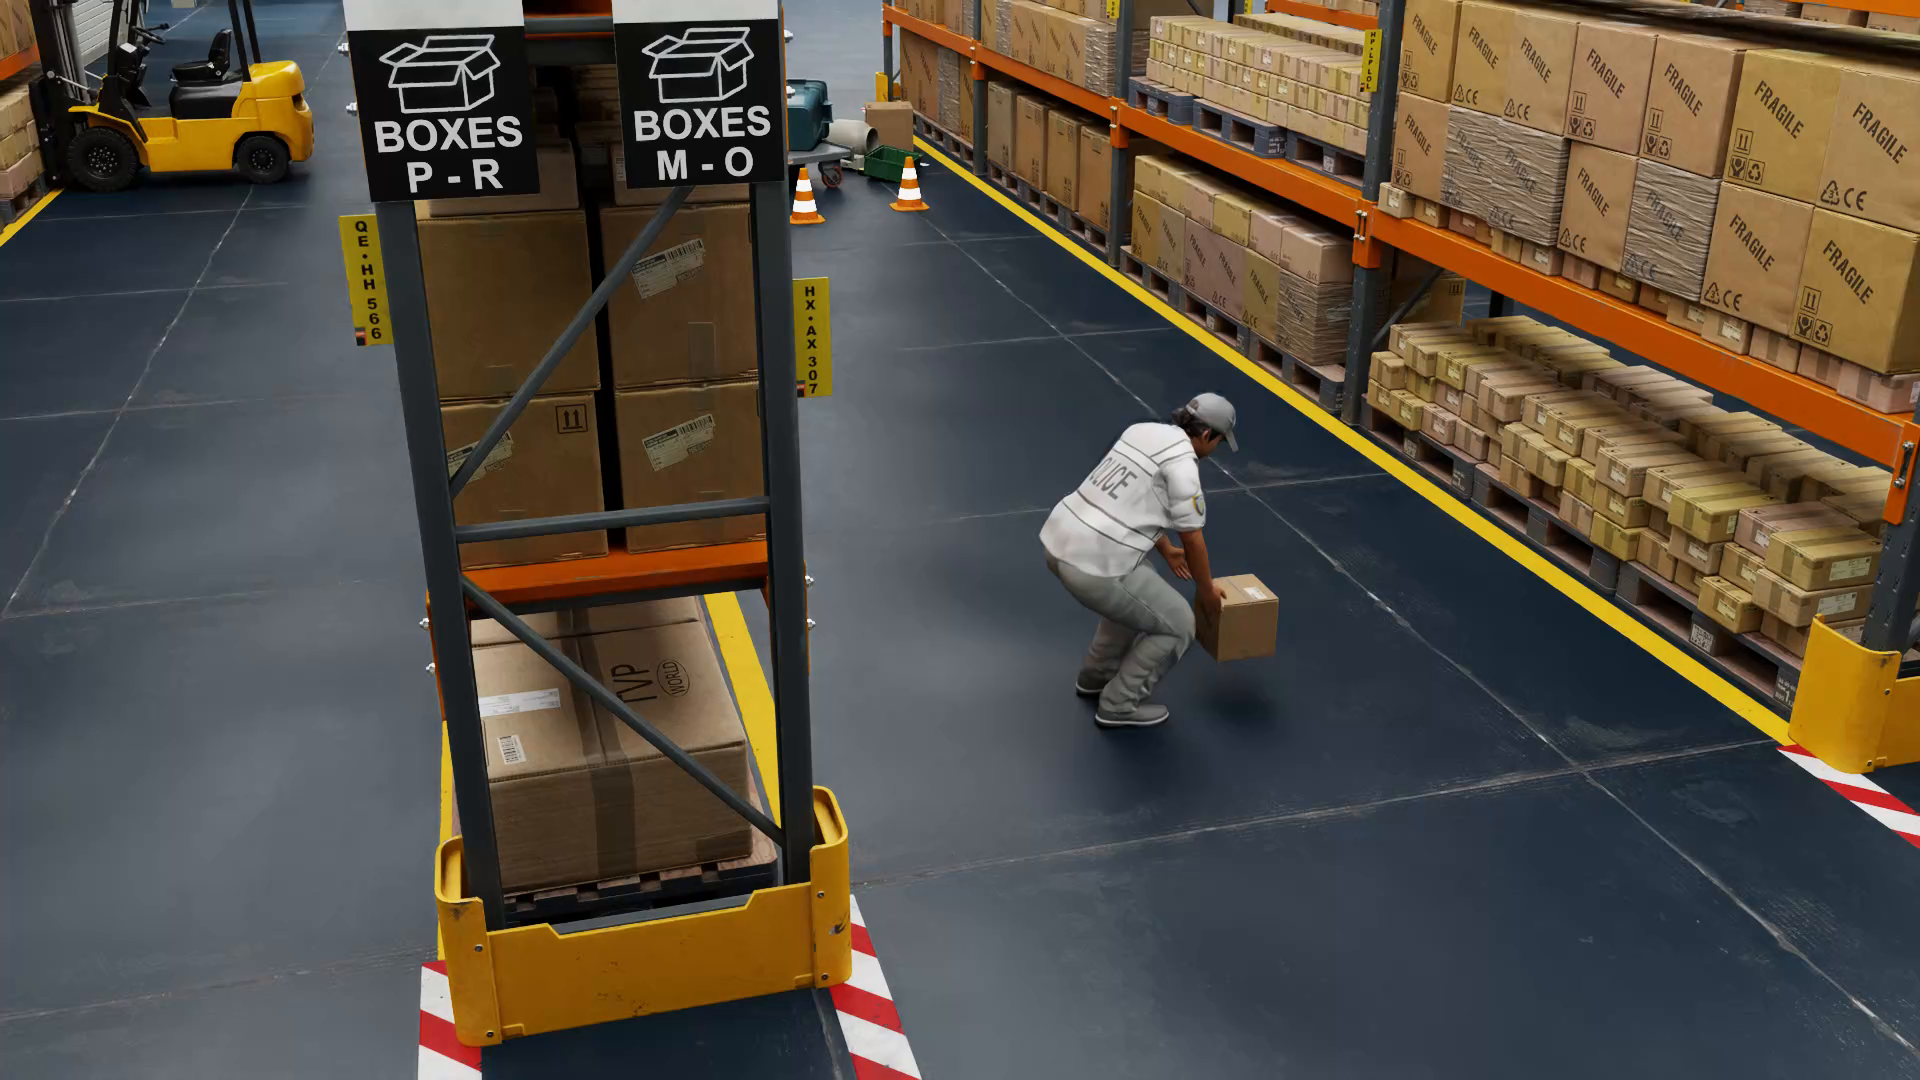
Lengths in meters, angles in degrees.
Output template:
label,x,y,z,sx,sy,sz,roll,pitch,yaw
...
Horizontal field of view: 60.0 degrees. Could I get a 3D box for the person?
label,x,y,z,sx,sy,sz,roll,pitch,yaw
person,0.703,0.061,6.468,0.772,1.268,0.538,-6,24,-14
